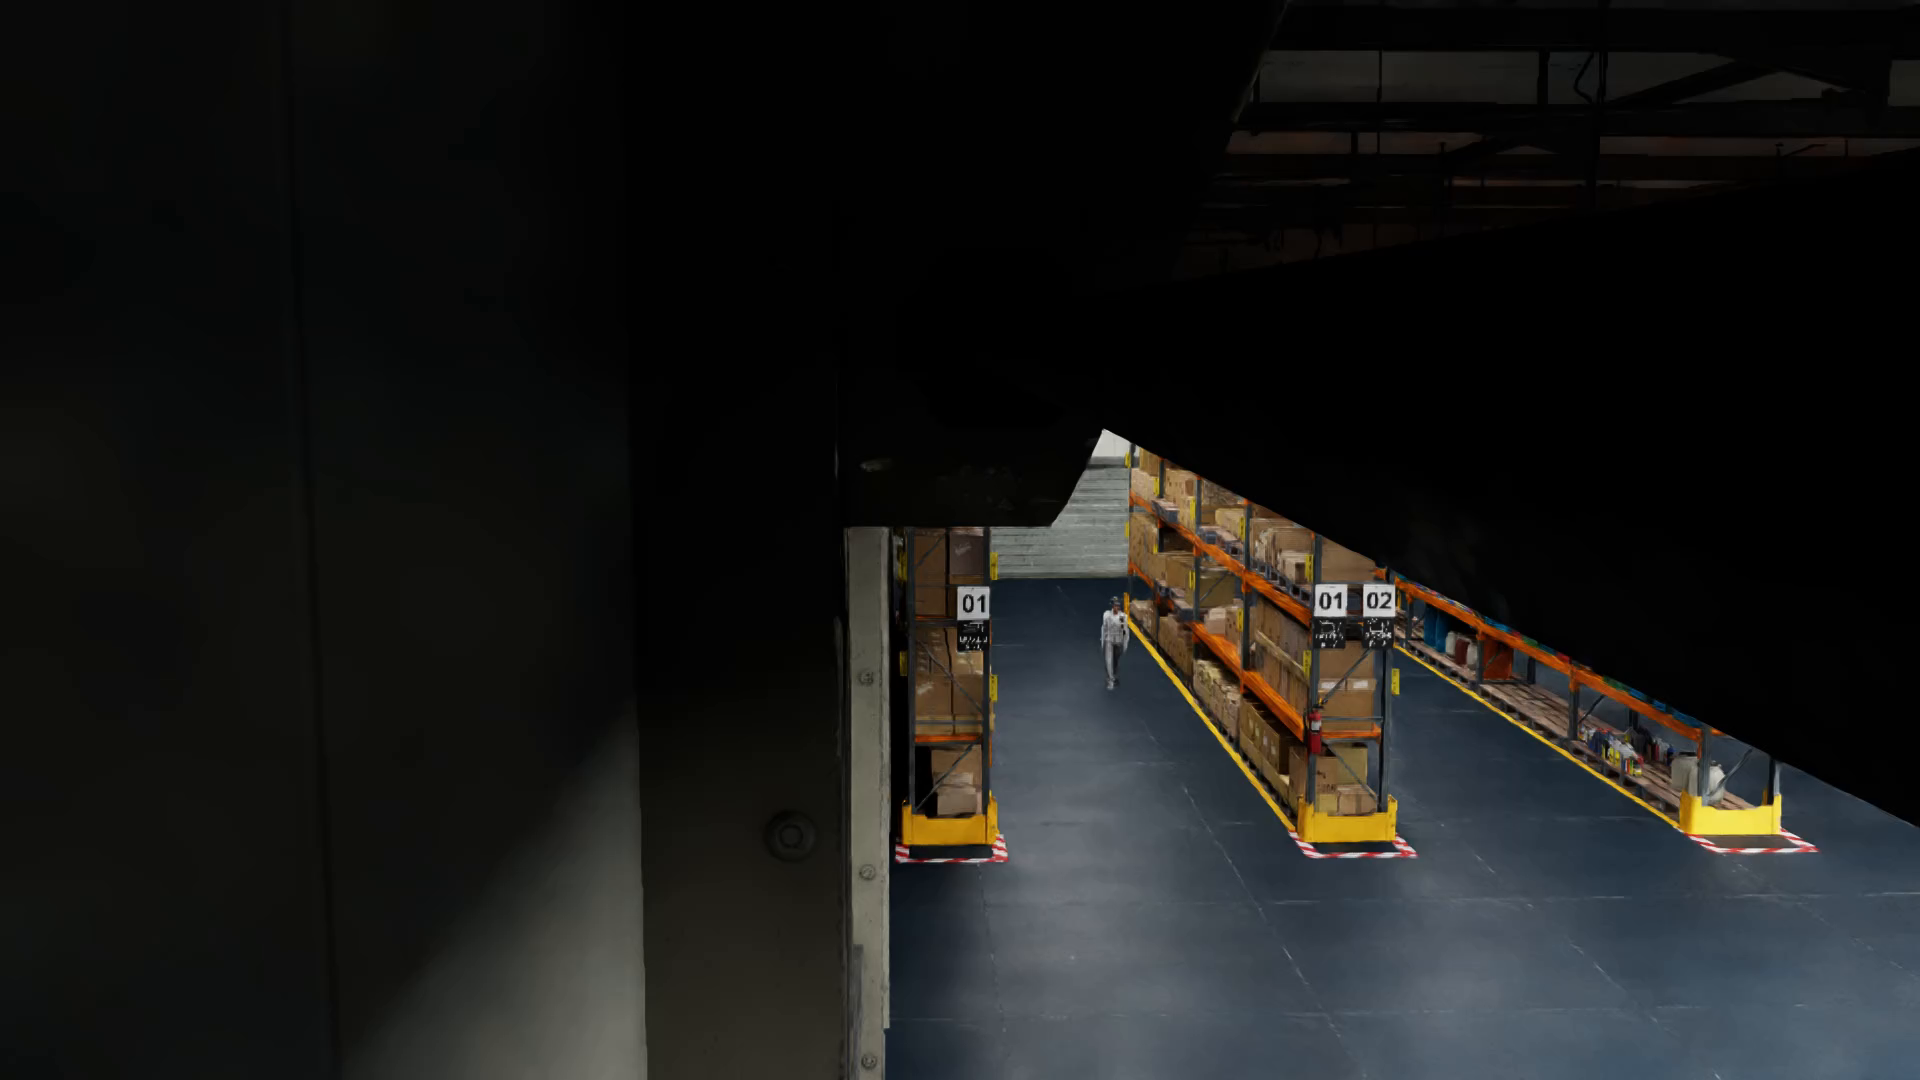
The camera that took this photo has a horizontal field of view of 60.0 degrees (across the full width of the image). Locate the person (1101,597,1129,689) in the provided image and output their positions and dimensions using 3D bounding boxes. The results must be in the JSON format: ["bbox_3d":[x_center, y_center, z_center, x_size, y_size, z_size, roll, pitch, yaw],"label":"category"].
[{"bbox_3d":[2.741,1.774,29.319,0.488,1.590,1.089,-1,7,-4],"label":"person"}]
